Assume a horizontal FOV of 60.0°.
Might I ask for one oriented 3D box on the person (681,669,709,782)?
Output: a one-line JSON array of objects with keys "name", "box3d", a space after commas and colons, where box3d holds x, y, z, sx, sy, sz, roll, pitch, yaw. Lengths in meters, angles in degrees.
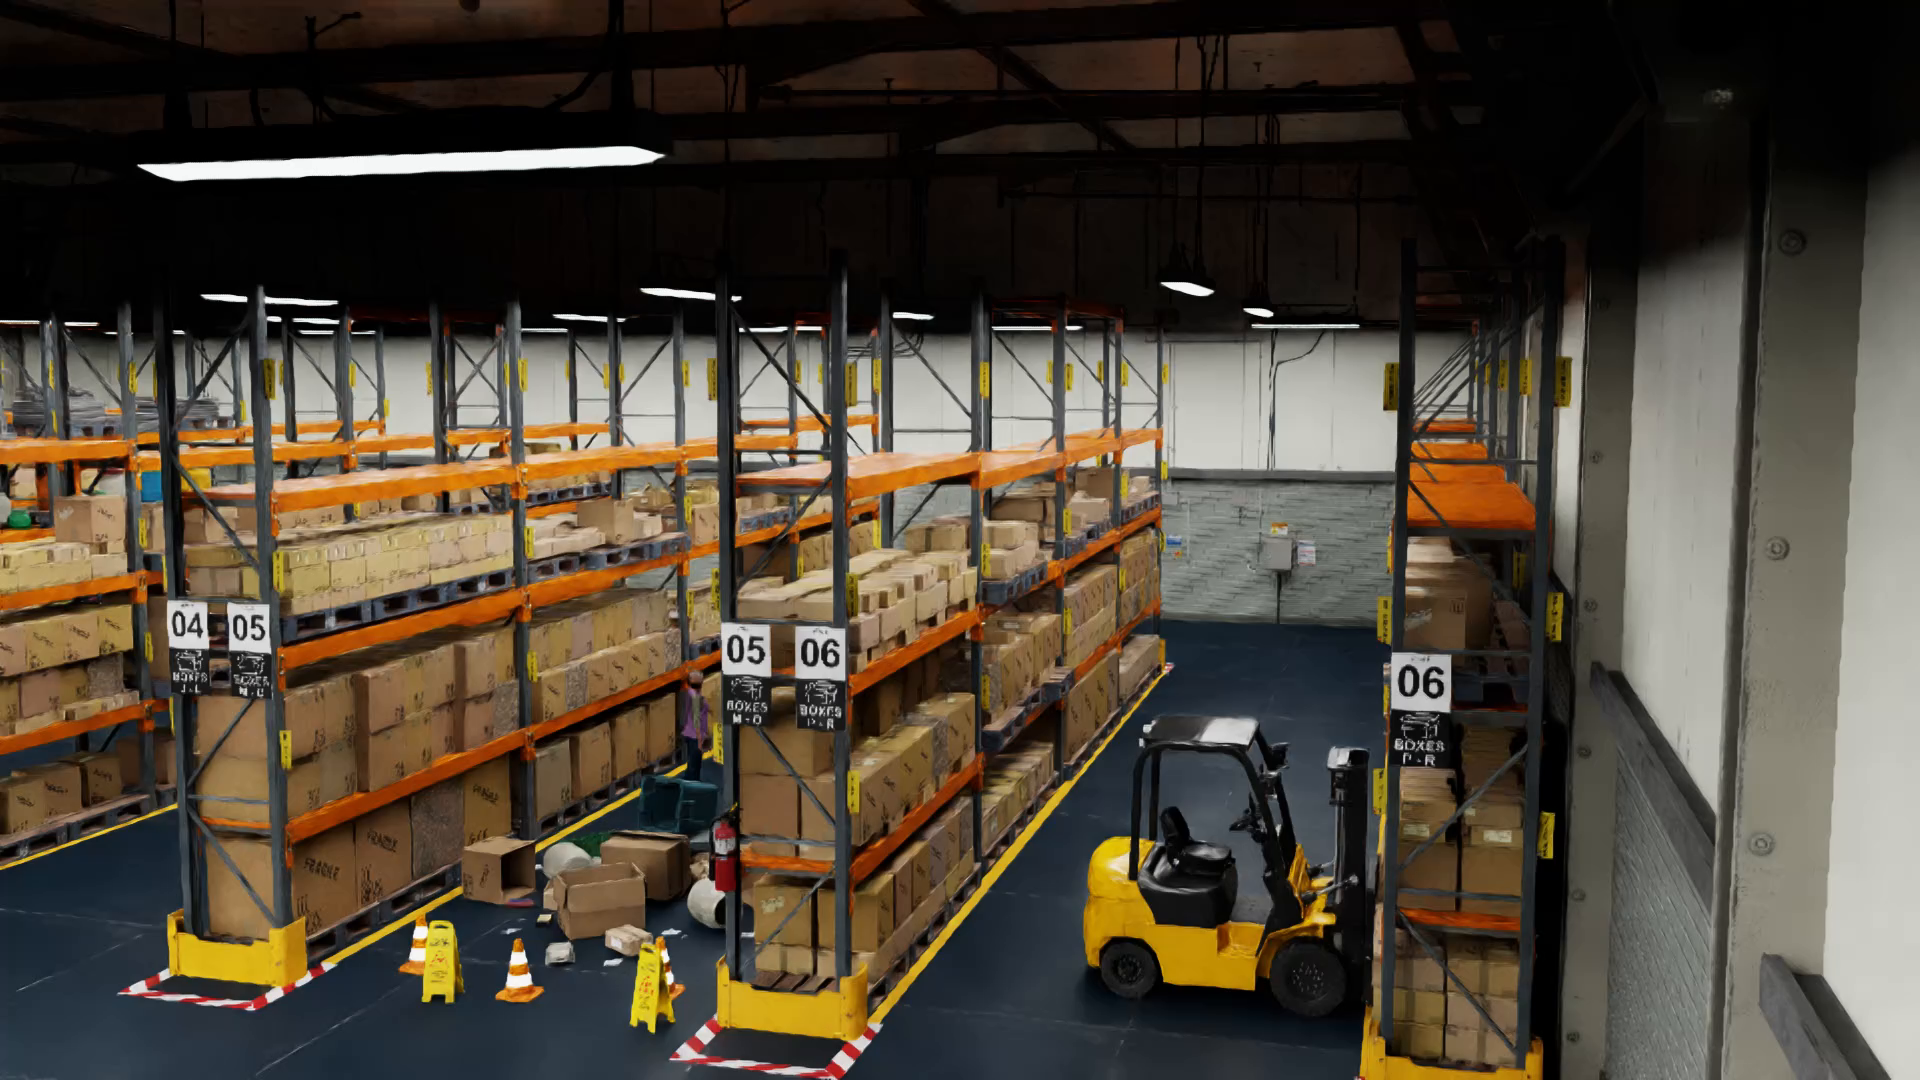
[{"name": "person", "box3d": [-3.075, 2.319, 19.491, 0.405, 1.565, 0.468, -2, 6, -16]}]
